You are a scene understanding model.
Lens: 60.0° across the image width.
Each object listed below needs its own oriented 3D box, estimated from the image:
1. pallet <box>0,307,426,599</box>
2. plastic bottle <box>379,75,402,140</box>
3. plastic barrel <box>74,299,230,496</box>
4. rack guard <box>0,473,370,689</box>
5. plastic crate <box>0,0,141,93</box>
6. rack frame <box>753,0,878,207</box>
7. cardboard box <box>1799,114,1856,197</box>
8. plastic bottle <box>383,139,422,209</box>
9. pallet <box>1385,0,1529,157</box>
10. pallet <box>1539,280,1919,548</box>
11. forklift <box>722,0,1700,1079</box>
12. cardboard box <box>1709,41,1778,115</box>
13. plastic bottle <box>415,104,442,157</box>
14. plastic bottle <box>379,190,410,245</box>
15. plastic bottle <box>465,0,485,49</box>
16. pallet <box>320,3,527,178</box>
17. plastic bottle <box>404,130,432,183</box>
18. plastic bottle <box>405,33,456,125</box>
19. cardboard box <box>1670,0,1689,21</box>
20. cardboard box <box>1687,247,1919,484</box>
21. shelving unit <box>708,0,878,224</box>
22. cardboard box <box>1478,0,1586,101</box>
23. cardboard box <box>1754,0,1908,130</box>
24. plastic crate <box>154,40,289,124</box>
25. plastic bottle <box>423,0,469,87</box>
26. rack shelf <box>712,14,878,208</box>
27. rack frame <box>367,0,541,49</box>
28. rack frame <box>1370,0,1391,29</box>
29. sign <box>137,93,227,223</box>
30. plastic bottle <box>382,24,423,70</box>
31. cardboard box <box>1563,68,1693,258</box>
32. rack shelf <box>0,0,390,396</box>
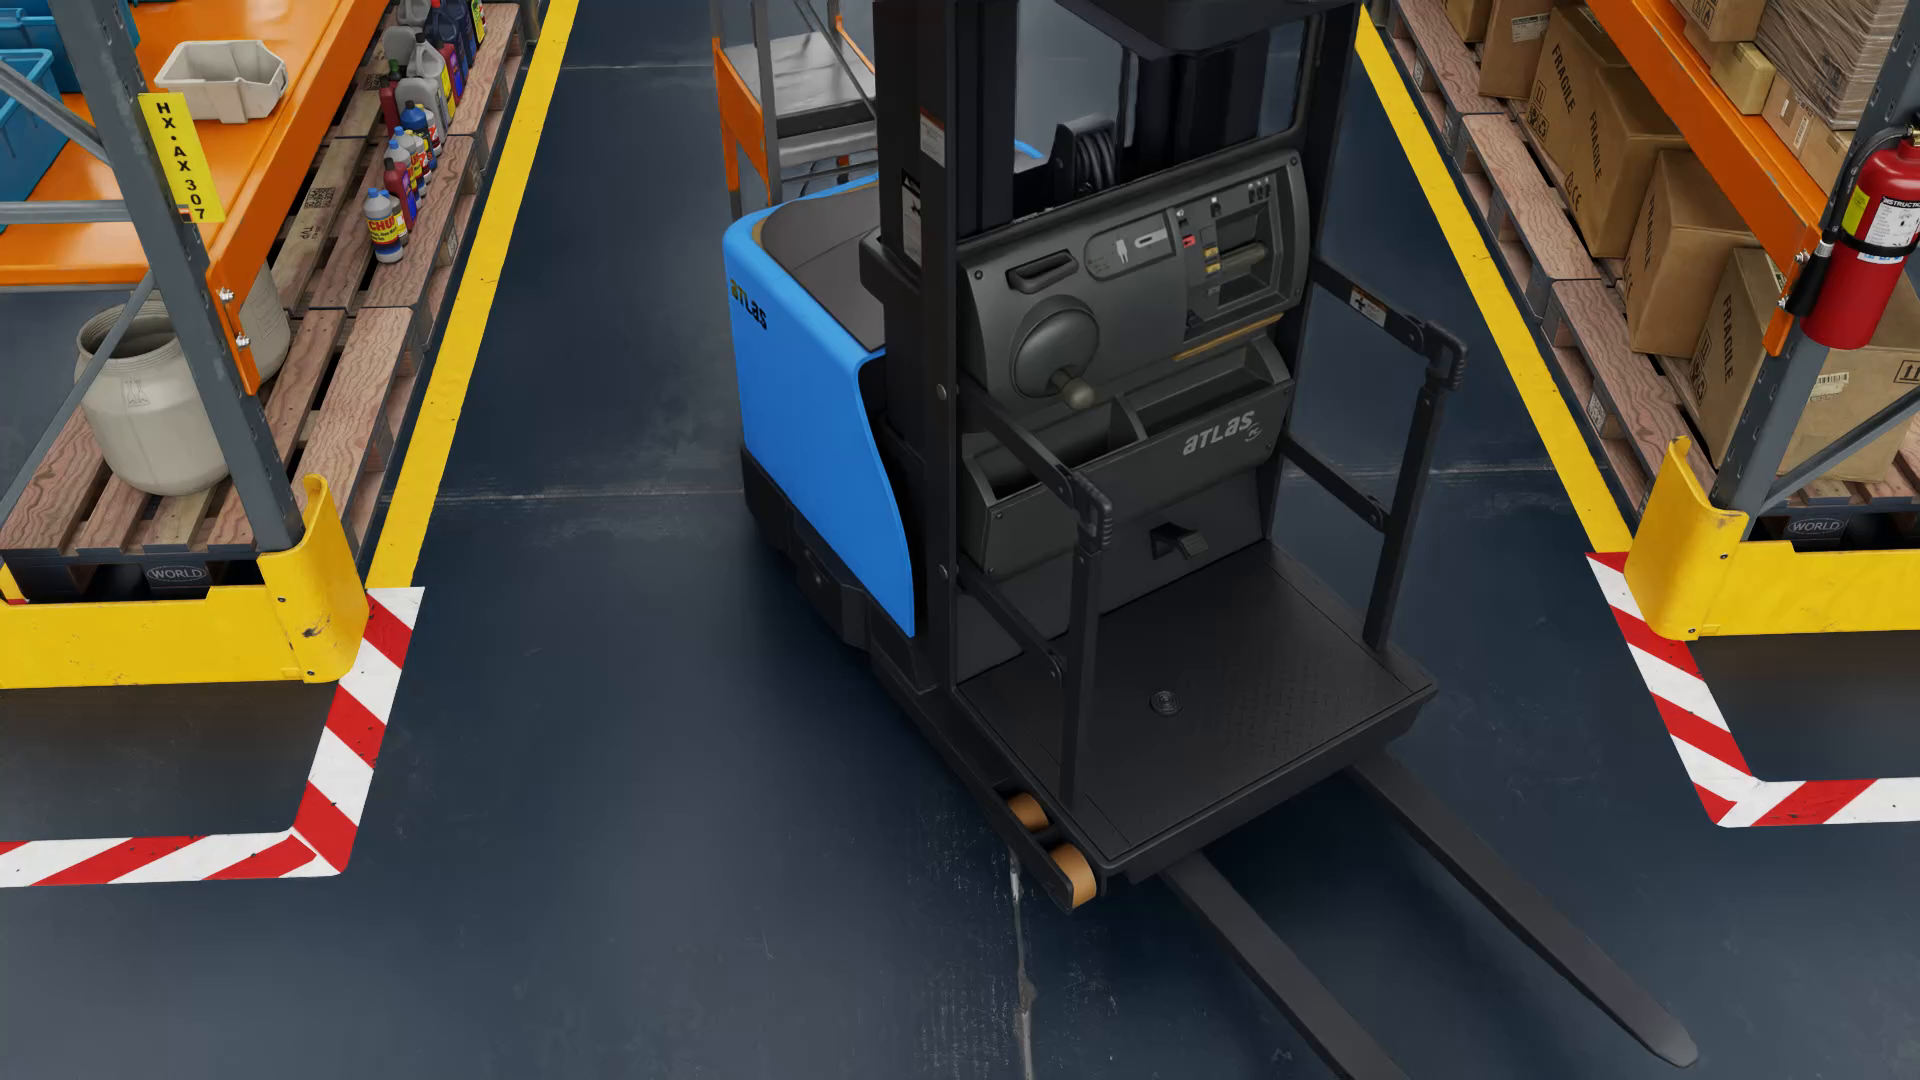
[{"bbox_3d":[-2.388,-0.317,5.440,1.003,0.211,1.213,-2,43,-2],"label":"pallet"},{"bbox_3d":[-2.245,-1.721,6.592,0.061,0.283,0.133,-2,43,-2],"label":"plastic bottle"},{"bbox_3d":[-2.413,-0.426,5.026,0.421,0.512,0.421,0,43,0],"label":"plastic barrel"},{"bbox_3d":[-2.359,0.125,4.744,1.175,0.500,0.348,-2,43,-2],"label":"rack guard"},{"bbox_3d":[-2.651,-1.460,4.733,0.499,0.251,0.408,-2,43,-2],"label":"plastic crate"},{"bbox_3d":[-0.366,-1.073,4.867,0.400,2.100,0.015,-16,45,-17],"label":"rack frame"},{"bbox_3d":[2.421,-0.983,4.288,0.380,0.149,0.250,-2,43,-2],"label":"cardboard box"},{"bbox_3d":[-2.089,-1.367,6.215,0.097,0.271,0.097,0,43,0],"label":"plastic bottle"},{"bbox_3d":[2.534,-2.109,7.394,1.003,0.211,1.213,-2,43,-2],"label":"pallet"},{"bbox_3d":[2.637,-0.462,5.597,1.003,0.211,1.213,-2,43,-2],"label":"pallet"},{"bbox_3d":[0.539,-0.514,3.641,1.130,2.935,3.031,-24,47,-24],"label":"forklift"},{"bbox_3d":[2.349,-1.319,4.655,0.380,0.149,0.250,-2,43,-2],"label":"cardboard box"},{"bbox_3d":[-2.106,-1.615,6.537,0.097,0.201,0.097,0,43,0],"label":"plastic bottle"},{"bbox_3d":[-2.079,-1.180,6.063,0.097,0.201,0.097,0,43,0],"label":"plastic bottle"},{"bbox_3d":[-2.129,-2.293,7.216,0.061,0.283,0.133,0,43,0],"label":"plastic bottle"},{"bbox_3d":[-2.492,-1.964,7.237,1.003,0.211,1.213,-2,43,-2],"label":"pallet"},{"bbox_3d":[-2.098,-1.476,6.386,0.097,0.201,0.097,0,43,0],"label":"plastic bottle"},{"bbox_3d":[-2.142,-1.859,6.693,0.144,0.351,0.185,-2,43,-2],"label":"plastic bottle"},{"bbox_3d":[2.385,-1.658,5.025,0.380,0.149,0.250,-2,43,-2],"label":"cardboard box"},{"bbox_3d":[2.630,-0.544,5.163,0.500,0.500,0.500,6,43,6],"label":"cardboard box"},{"bbox_3d":[-0.461,-1.225,5.033,0.431,2.100,0.503,-16,45,-17],"label":"shelving unit"},{"bbox_3d":[2.479,-2.165,6.931,0.500,0.500,0.500,11,44,12],"label":"cardboard box"},{"bbox_3d":[2.644,-1.407,4.271,0.875,0.500,0.500,-2,43,-2],"label":"cardboard box"},{"bbox_3d":[-2.025,-1.263,4.603,0.298,0.136,0.250,-2,43,-2],"label":"plastic crate"},{"bbox_3d":[-2.155,-2.077,6.930,0.144,0.351,0.185,-4,43,-4],"label":"plastic bottle"},{"bbox_3d":[-0.461,-1.215,5.042,0.431,0.518,0.480,-16,45,-17],"label":"rack shelf"},{"bbox_3d":[-2.479,-3.447,6.791,1.000,3.000,0.127,-2,43,-2],"label":"rack frame"},{"bbox_3d":[2.470,-3.589,6.946,1.000,3.000,0.127,-2,43,-2],"label":"rack frame"},{"bbox_3d":[-1.759,-0.862,3.765,0.100,0.325,0.005,-2,43,-2],"label":"sign"},{"bbox_3d":[-2.302,-2.028,6.933,0.152,0.276,0.135,-2,43,-2],"label":"plastic bottle"},{"bbox_3d":[2.563,-1.370,6.064,0.500,0.500,0.500,2,43,2],"label":"cardboard box"},{"bbox_3d":[-2.394,-1.832,5.561,1.077,0.370,4.000,-2,43,-2],"label":"rack shelf"}]
